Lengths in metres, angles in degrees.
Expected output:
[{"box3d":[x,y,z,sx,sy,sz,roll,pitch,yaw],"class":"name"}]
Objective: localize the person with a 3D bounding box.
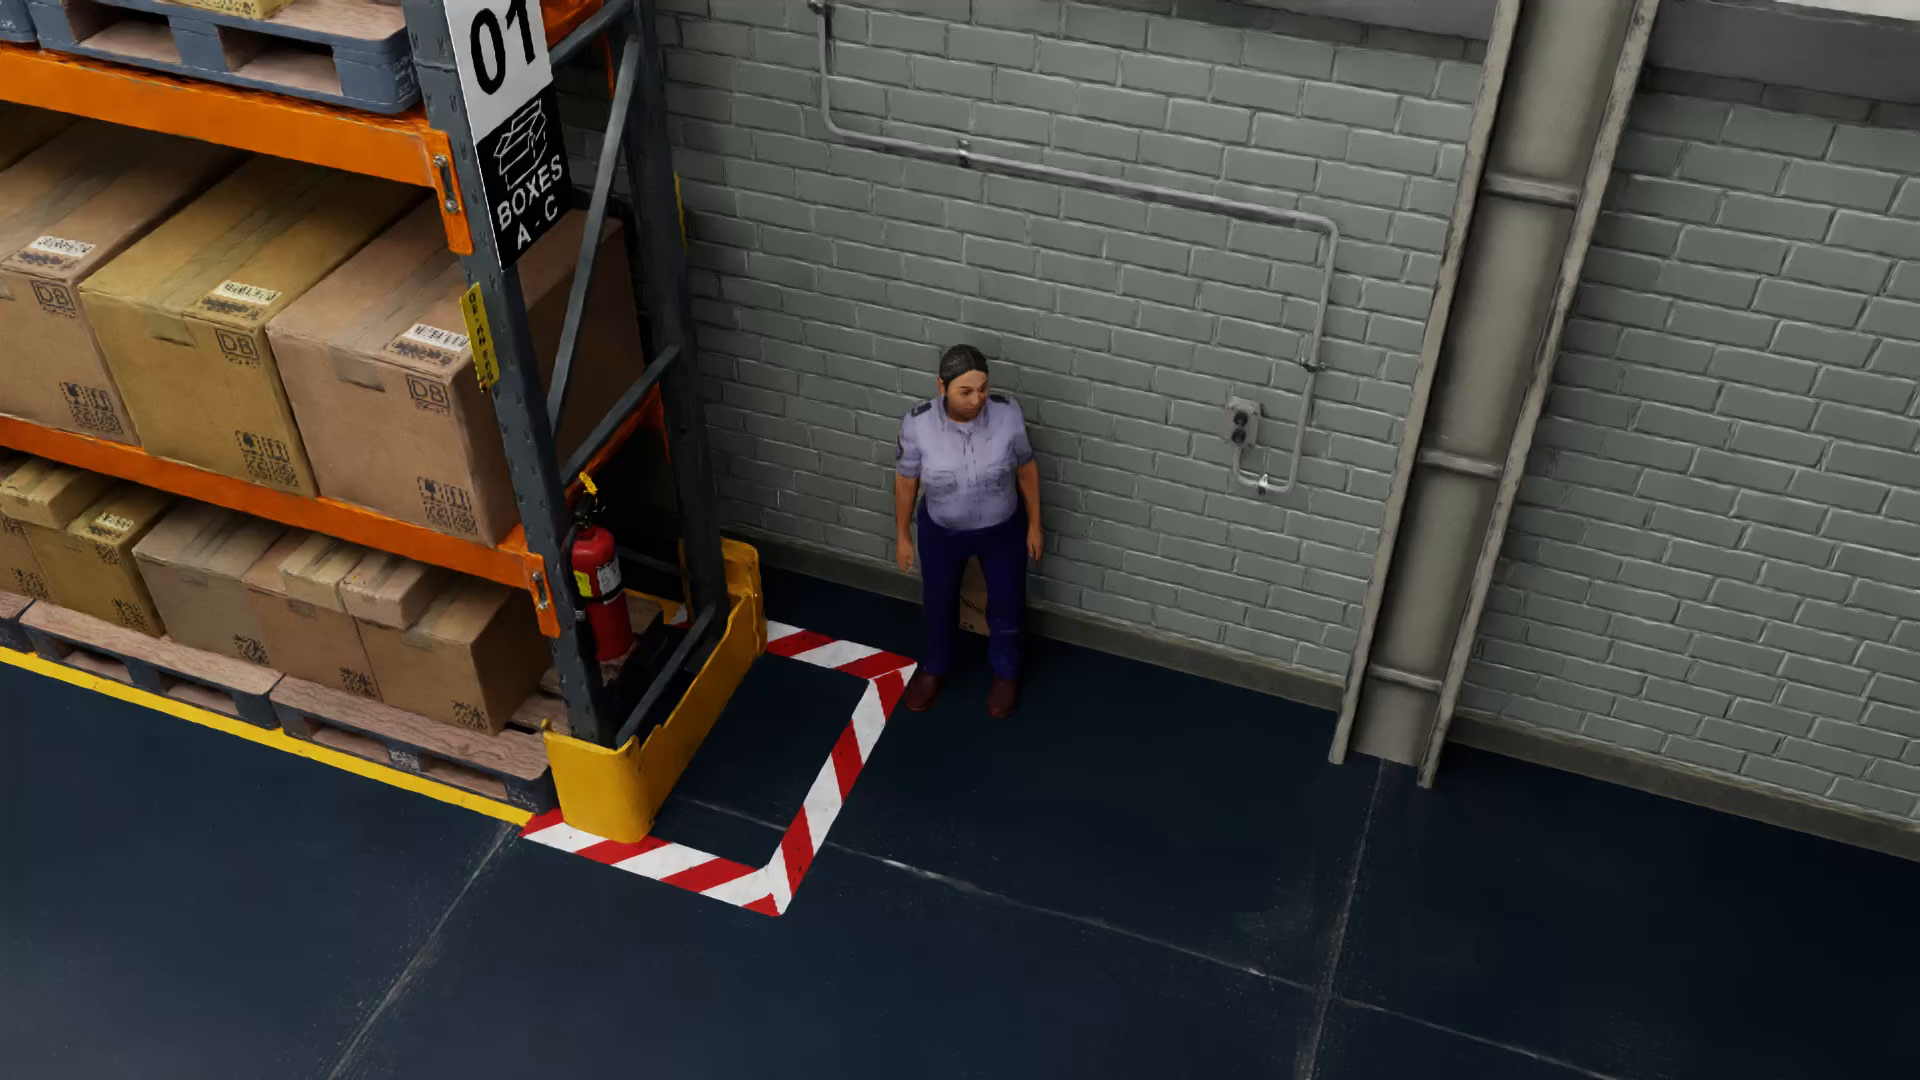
[{"box3d":[0.035,-0.015,6.164,0.556,1.649,0.382,-3,42,-3],"class":"person"}]
